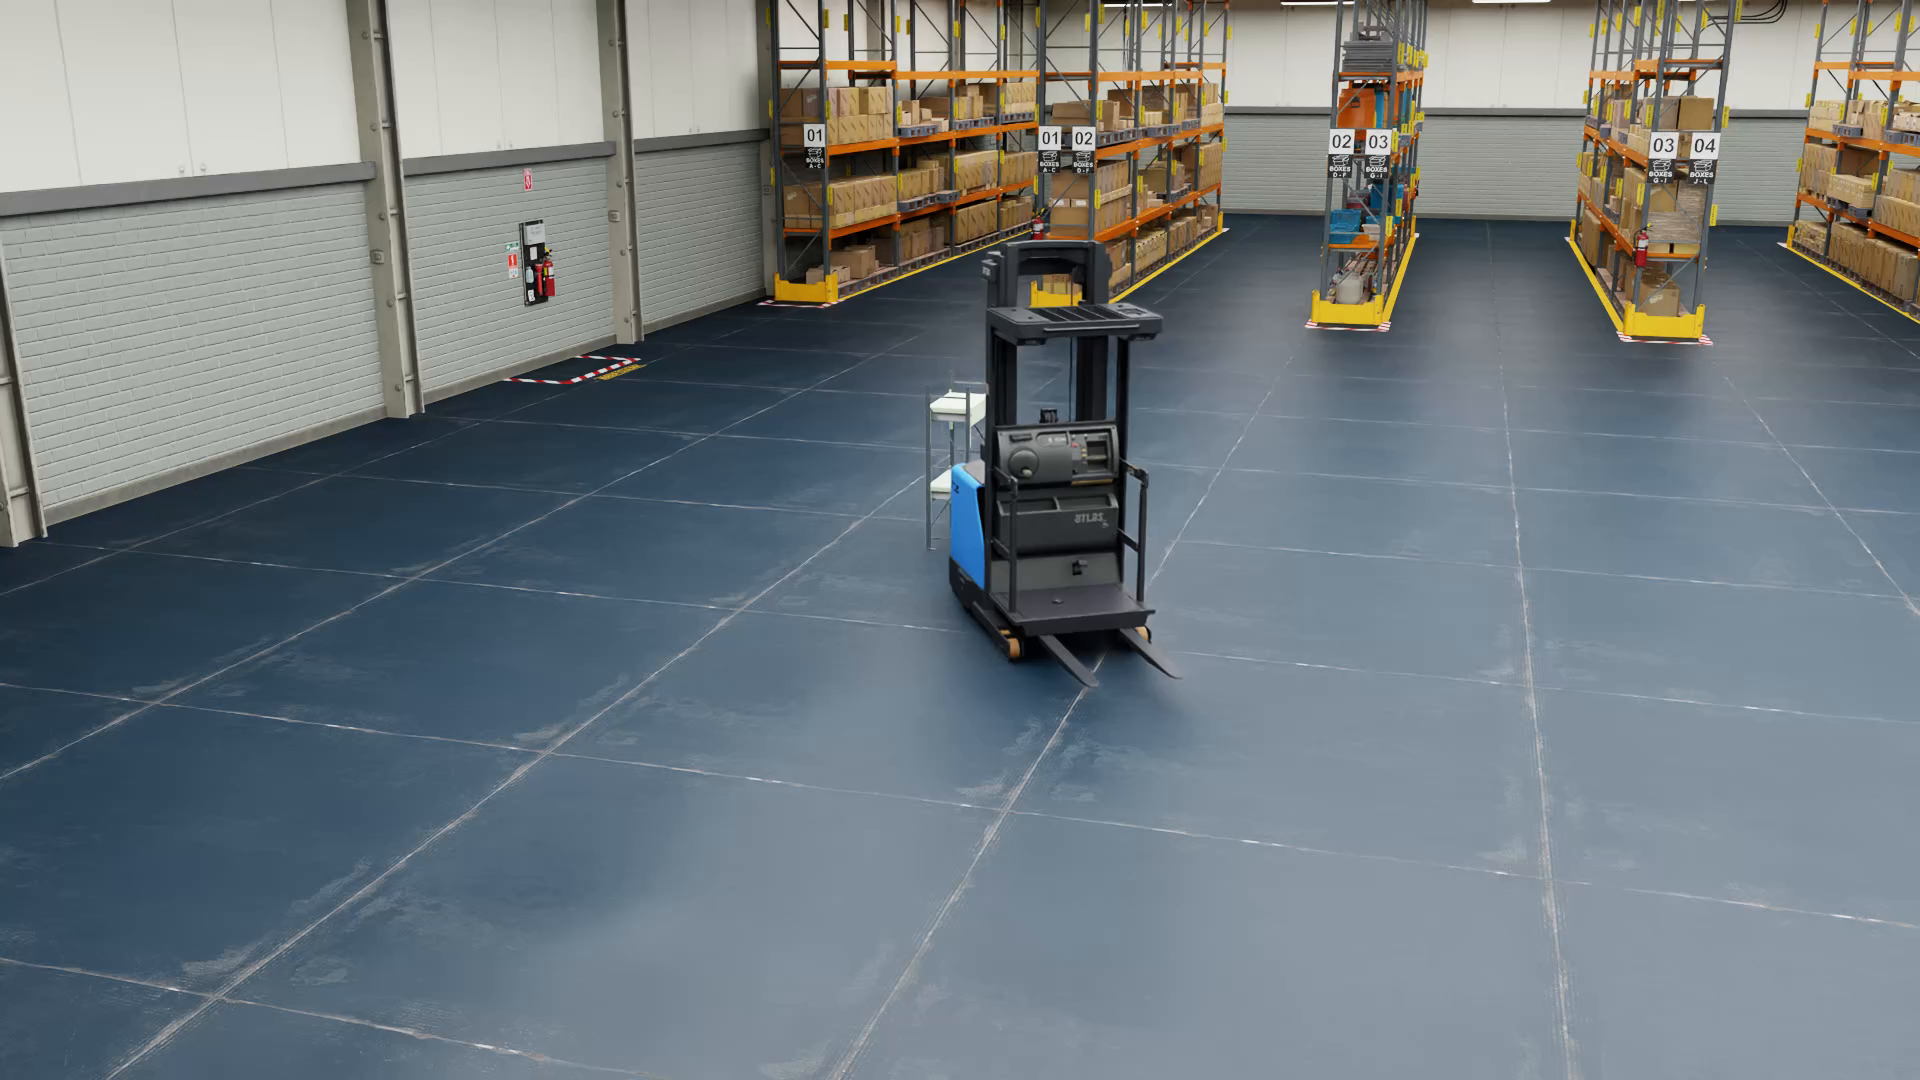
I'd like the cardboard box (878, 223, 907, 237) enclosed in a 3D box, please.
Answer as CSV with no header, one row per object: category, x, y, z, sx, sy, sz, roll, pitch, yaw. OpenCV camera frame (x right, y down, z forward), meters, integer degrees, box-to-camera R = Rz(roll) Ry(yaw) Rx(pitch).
cardboard box,-1.440,-6.625,35.511,0.500,0.250,0.500,4,16,15

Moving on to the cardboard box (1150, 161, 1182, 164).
cardboard box,4.920,-8.799,39.823,0.700,0.500,0.500,-1,16,-3

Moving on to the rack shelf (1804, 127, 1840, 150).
rack shelf,20.061,-9.096,37.643,1.077,0.370,4.000,5,16,16

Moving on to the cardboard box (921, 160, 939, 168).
cardboard box,-0.687,-8.472,37.443,0.380,0.149,0.250,2,16,9

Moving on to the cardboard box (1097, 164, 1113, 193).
cardboard box,2.448,-6.725,30.901,0.700,0.500,0.500,5,16,16

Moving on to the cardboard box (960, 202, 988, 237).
cardboard box,0.209,-7.794,40.401,0.750,0.750,0.750,5,17,18

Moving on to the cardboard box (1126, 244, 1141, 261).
cardboard box,3.352,-5.801,33.445,0.500,0.311,0.500,5,16,16

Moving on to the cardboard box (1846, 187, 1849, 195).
cardboard box,18.424,-7.156,34.126,0.380,0.149,0.250,5,17,17

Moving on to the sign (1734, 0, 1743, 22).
sign,11.876,-8.079,25.384,0.100,0.325,0.005,5,16,16

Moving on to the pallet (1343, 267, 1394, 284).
pallet,8.274,-5.365,33.778,1.003,0.211,1.213,5,16,16

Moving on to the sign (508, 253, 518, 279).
sign,-6.222,-3.817,23.145,0.001,0.329,0.234,5,16,16

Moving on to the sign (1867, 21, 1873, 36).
sign,21.156,-11.885,38.660,0.100,0.325,0.005,5,16,16

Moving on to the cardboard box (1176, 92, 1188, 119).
cardboard box,5.055,-10.271,39.332,0.600,0.600,0.600,3,16,11

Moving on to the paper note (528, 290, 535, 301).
paper note,-6.083,-3.472,23.607,0.016,0.148,0.142,5,16,16

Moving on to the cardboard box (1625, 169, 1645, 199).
cardboard box,11.980,-6.237,29.181,0.500,0.500,0.500,5,16,16

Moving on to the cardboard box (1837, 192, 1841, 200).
cardboard box,18.647,-7.219,34.895,0.380,0.149,0.250,4,16,13

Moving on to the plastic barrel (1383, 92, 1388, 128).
plastic barrel,8.439,-8.710,34.047,0.600,0.901,0.600,0,16,0

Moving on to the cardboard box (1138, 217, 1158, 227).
cardboard box,4.185,-7.257,37.739,0.500,0.250,0.500,5,17,18

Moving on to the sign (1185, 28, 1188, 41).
sign,5.886,-13.118,43.151,0.100,0.325,0.005,5,16,16

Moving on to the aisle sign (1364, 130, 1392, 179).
aisle sign,6.867,-6.340,27.343,0.394,0.787,0.004,5,16,16

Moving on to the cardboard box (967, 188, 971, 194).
cardboard box,0.036,-8.288,39.398,0.380,0.149,0.250,5,17,17

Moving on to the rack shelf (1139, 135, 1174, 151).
rack shelf,3.564,-8.183,34.425,1.077,0.370,4.000,5,16,16

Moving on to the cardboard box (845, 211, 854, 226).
cardboard box,-2.315,-6.077,31.416,0.500,0.250,0.500,4,16,14

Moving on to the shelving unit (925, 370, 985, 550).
shelving unit,-0.002,-0.720,15.039,0.431,1.500,0.755,5,16,16

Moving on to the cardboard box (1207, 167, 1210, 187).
cardboard box,5.962,-9.081,41.586,0.500,0.500,0.500,5,16,16

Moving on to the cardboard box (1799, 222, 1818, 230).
cardboard box,19.997,-7.391,39.174,0.380,0.149,0.250,5,16,16

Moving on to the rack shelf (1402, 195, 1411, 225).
rack shelf,9.449,-7.401,37.166,1.077,0.370,4.000,5,16,16

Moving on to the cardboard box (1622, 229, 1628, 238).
cardboard box,11.842,-5.380,29.180,0.380,0.149,0.250,5,16,16

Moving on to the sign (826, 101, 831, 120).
sign,-2.371,-7.721,29.876,0.100,0.325,0.005,5,16,16

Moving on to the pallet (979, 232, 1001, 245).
pallet,0.372,-7.490,41.269,1.003,0.211,1.213,5,16,16

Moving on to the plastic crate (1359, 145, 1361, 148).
plastic crate,7.034,-7.127,29.772,0.336,0.188,0.450,5,16,16

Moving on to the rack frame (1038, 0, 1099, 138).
rack frame,1.859,-8.402,28.383,1.000,3.000,0.127,5,16,16

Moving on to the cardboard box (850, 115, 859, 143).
cardboard box,-2.226,-7.742,31.332,0.500,0.500,0.500,5,17,18

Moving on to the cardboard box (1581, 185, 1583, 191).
cardboard box,15.195,-8.476,40.096,0.380,0.149,0.250,4,16,15

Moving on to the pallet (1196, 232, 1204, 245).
pallet,5.465,-7.494,41.284,1.003,0.211,1.213,5,16,16

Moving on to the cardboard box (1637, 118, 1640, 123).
cardboard box,12.664,-7.628,30.625,0.396,0.266,0.258,5,17,18

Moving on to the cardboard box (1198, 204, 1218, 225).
cardboard box,6.487,-8.550,43.672,0.500,0.500,0.500,5,16,16

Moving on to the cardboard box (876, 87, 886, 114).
cardboard box,-1.784,-8.631,32.632,0.500,0.500,0.500,6,17,19

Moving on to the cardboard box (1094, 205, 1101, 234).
cardboard box,2.148,-5.823,30.101,0.700,0.500,0.500,5,17,17

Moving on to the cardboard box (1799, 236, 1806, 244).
cardboard box,19.936,-7.042,39.034,0.380,0.149,0.250,5,17,17

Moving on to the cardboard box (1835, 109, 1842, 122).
cardboard box,19.380,-9.227,36.147,0.500,0.250,0.500,4,16,13

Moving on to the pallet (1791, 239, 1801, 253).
pallet,20.343,-6.951,39.369,1.003,0.211,1.213,5,16,16

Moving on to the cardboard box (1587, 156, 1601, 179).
cardboard box,14.786,-8.590,38.394,0.500,0.500,0.500,5,17,16

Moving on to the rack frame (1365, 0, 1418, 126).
rack frame,8.880,-10.110,34.404,1.000,3.000,0.127,5,16,16

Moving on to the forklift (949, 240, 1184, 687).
forklift,0.789,-0.647,12.160,1.130,2.935,3.031,-4,16,-15

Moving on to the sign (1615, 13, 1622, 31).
sign,13.096,-10.294,33.049,0.100,0.325,0.005,5,16,16

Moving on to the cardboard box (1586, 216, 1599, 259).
cardboard box,14.106,-6.432,35.552,1.225,0.875,0.875,5,16,16

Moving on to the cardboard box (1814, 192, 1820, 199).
cardboard box,19.725,-7.862,37.932,0.380,0.149,0.250,5,17,17

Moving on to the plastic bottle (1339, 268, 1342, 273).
plastic bottle,7.116,-4.936,31.204,0.144,0.351,0.185,5,17,17

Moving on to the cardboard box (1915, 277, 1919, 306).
cardboard box,16.973,-4.403,28.402,0.875,0.875,0.875,5,17,17

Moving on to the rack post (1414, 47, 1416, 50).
rack post,9.748,-10.903,37.336,0.937,0.300,0.954,4,16,15

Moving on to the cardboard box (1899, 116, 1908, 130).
cardboard box,17.797,-7.747,30.890,0.500,0.250,0.500,5,17,17

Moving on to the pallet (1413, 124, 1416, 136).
pallet,9.192,-8.769,35.518,1.003,0.211,1.213,5,16,16

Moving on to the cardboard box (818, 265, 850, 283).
cardboard box,-2.447,-5.141,31.999,0.500,0.311,0.500,6,17,20
